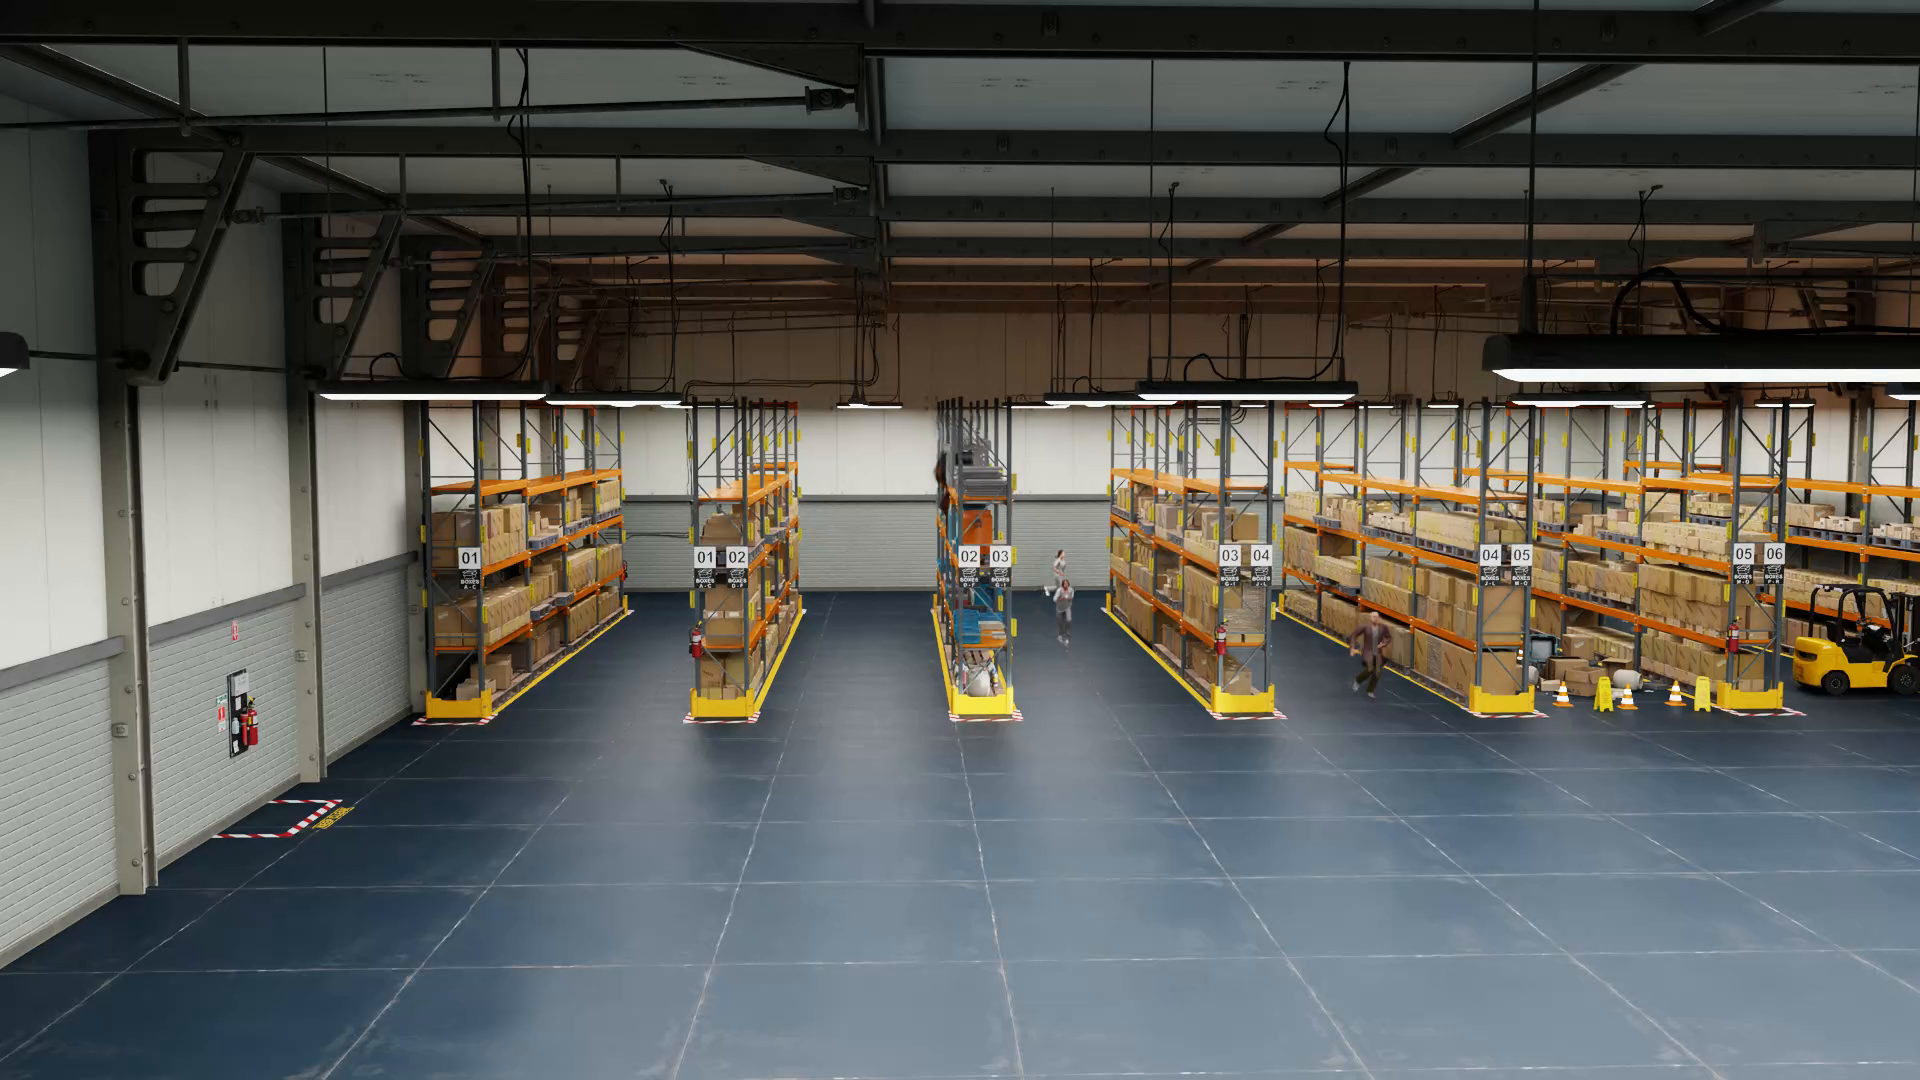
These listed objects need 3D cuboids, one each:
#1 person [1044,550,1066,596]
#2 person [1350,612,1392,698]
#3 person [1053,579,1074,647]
[{"bbox_3d":[2.878,1.106,49.602,0.776,1.645,0.578,2,5,23],"label":"person"},{"bbox_3d":[8.267,2.302,33.369,0.818,1.735,0.554,-1,5,-13],"label":"person"},{"bbox_3d":[2.404,1.668,38.715,0.532,1.579,0.863,0,4,-6],"label":"person"}]
